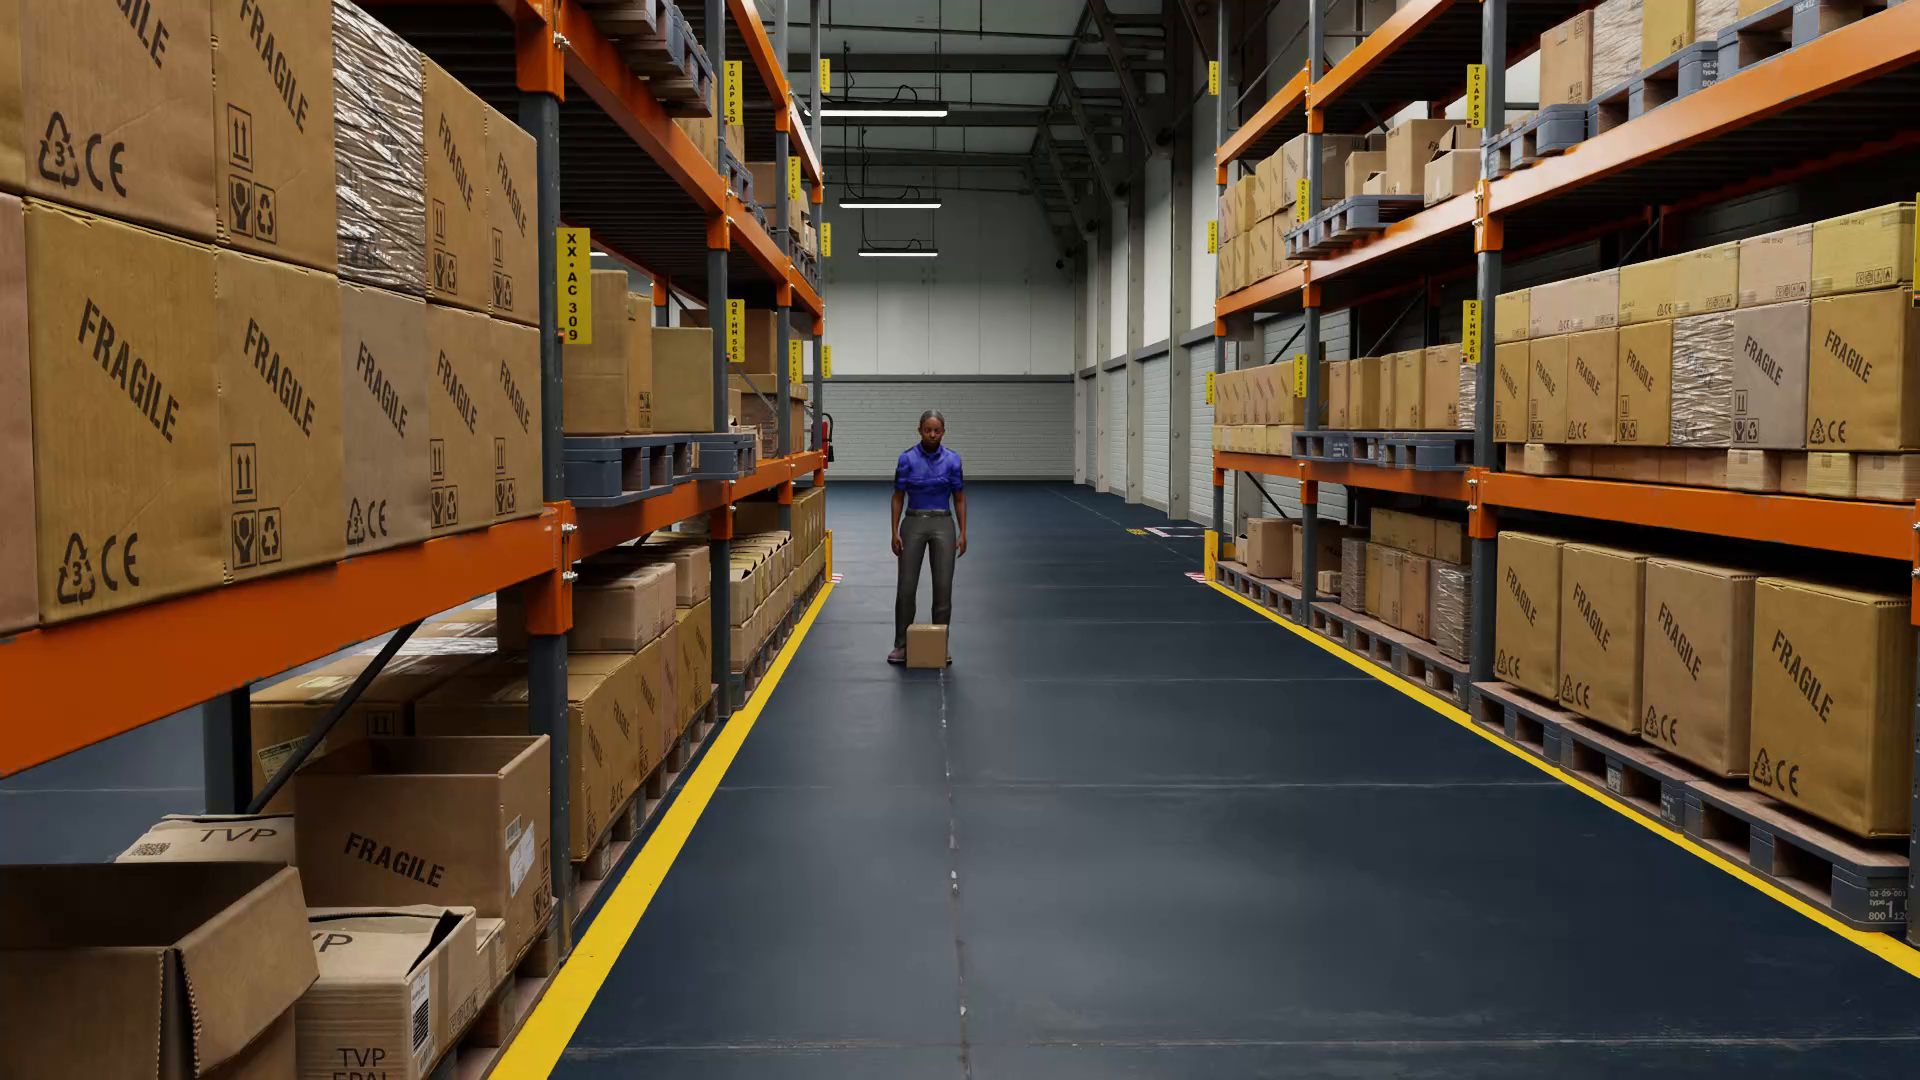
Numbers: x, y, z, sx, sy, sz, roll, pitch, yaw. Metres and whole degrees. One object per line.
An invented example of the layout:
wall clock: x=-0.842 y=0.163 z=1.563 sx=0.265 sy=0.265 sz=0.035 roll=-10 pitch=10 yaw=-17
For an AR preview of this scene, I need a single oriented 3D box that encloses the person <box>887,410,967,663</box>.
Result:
person: x=-0.217 y=-0.027 z=10.931 sx=0.531 sy=1.656 sz=0.396 roll=0 pitch=4 yaw=-4
